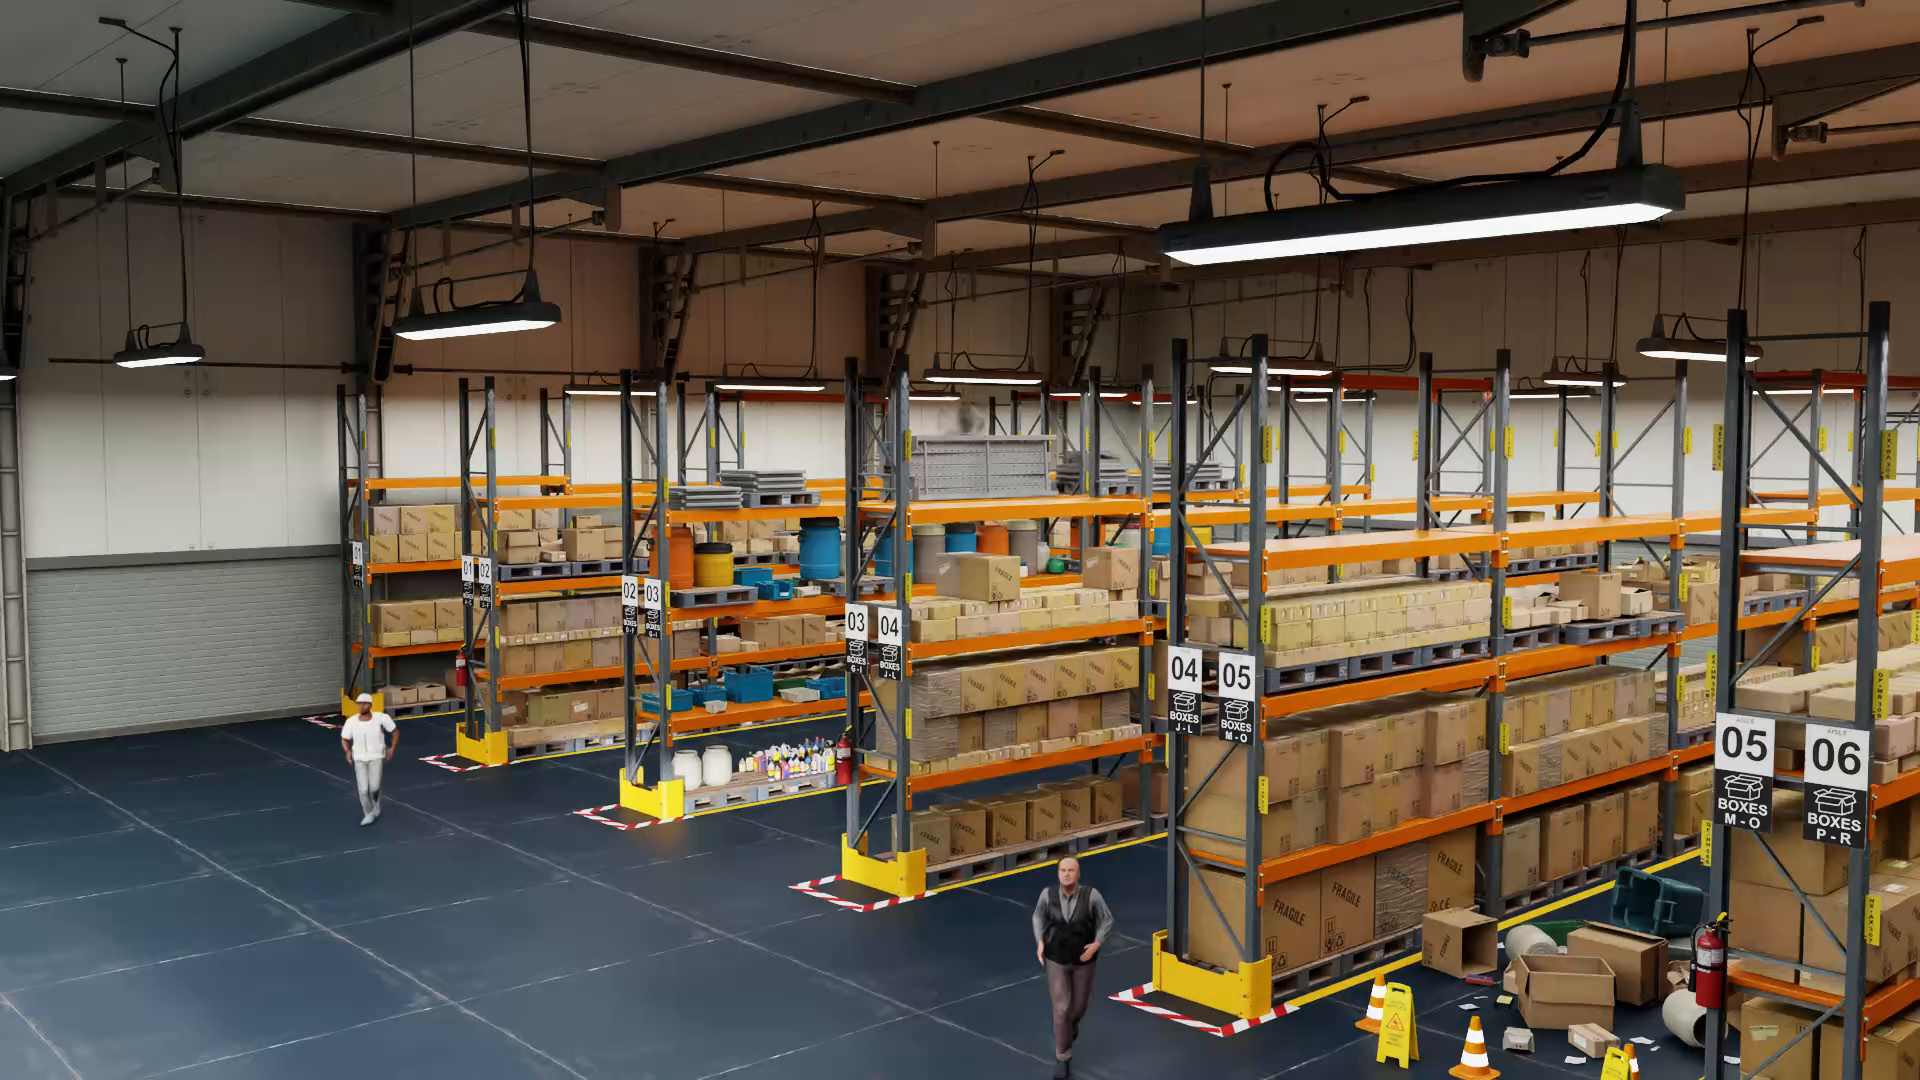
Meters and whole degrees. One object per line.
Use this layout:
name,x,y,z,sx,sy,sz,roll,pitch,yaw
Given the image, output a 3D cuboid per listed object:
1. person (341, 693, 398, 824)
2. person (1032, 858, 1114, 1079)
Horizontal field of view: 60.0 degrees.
person,-7.765,2.873,21.814,0.708,1.723,0.517,-1,4,-9
person,0.915,3.419,13.532,0.675,1.734,0.809,1,4,8
